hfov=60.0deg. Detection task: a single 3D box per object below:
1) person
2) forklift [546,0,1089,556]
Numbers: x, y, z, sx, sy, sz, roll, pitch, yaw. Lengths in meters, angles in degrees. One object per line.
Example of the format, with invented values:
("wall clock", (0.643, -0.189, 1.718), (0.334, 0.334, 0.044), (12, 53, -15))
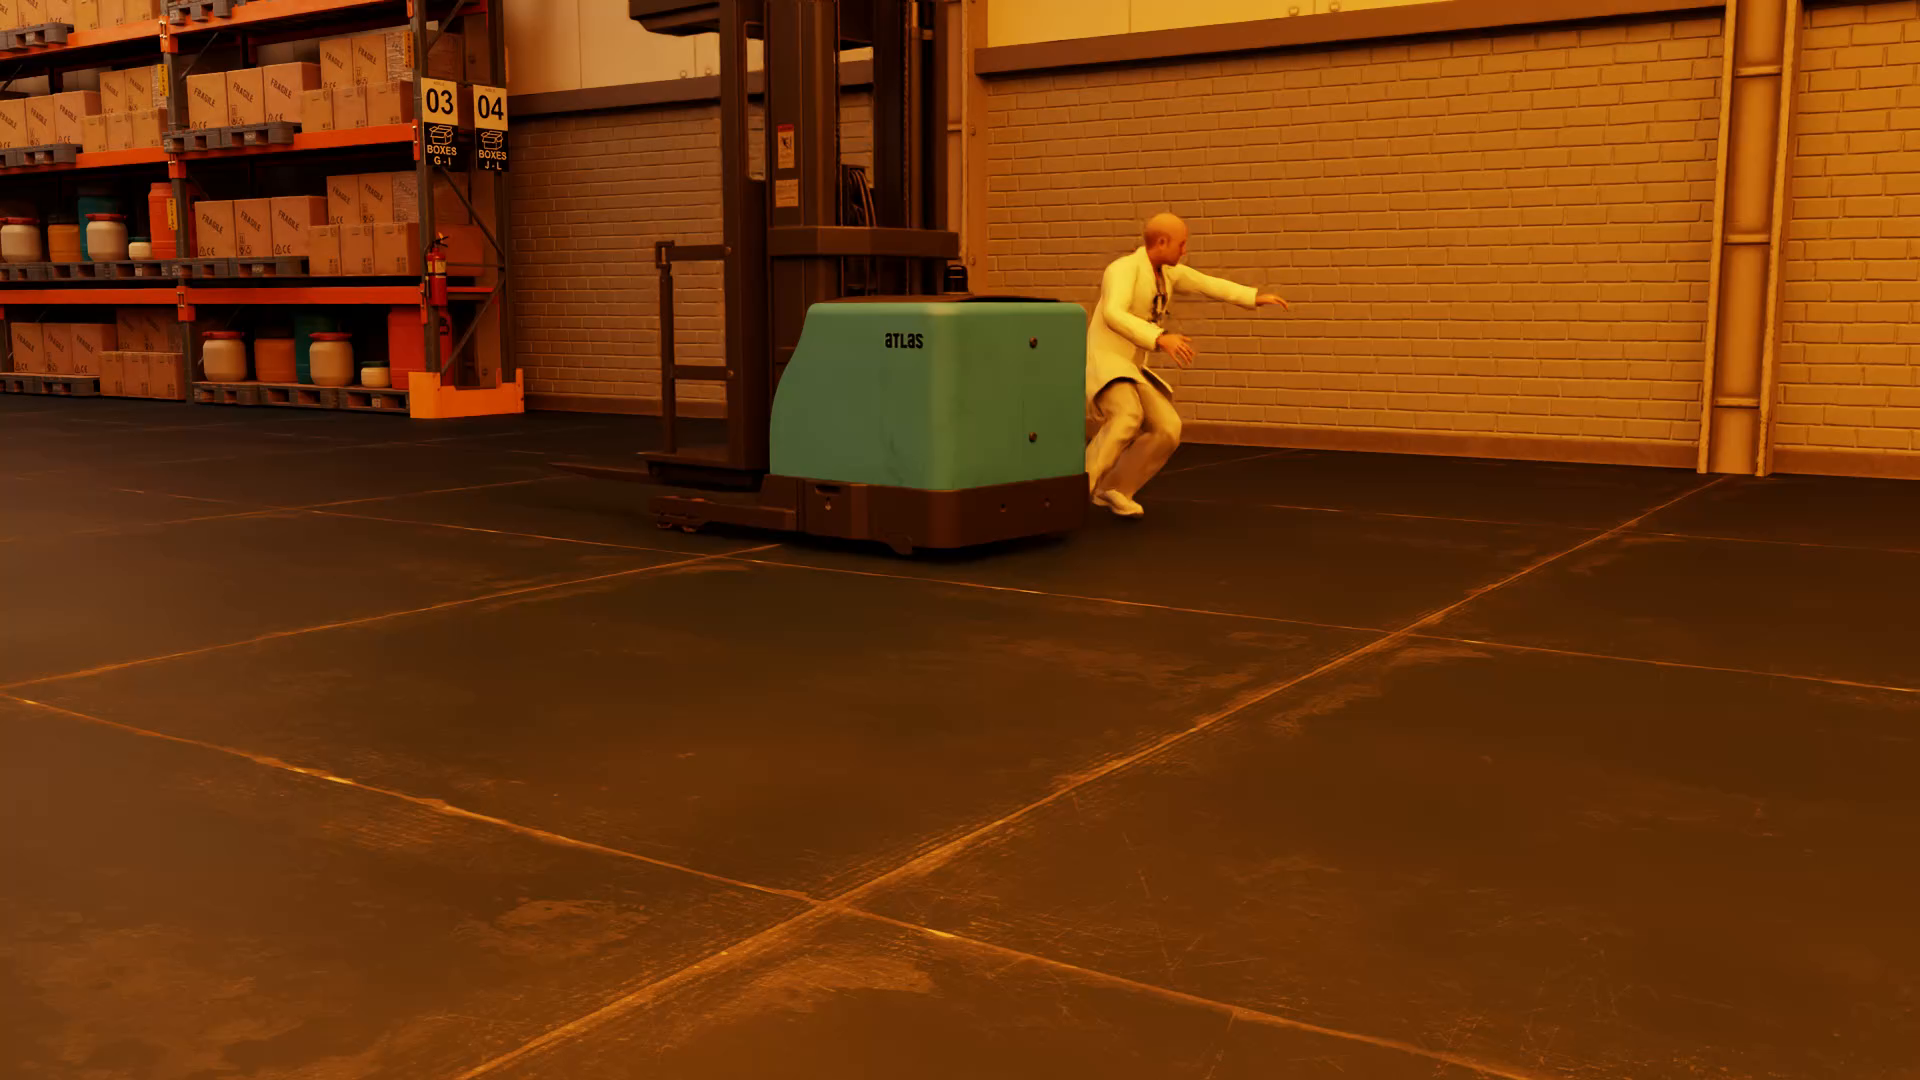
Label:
("person", (0.946, -0.853, 8.167), (0.860, 1.494, 1.489), (5, 10, 32))
("forklift", (-0.857, -1.533, 7.977), (3.031, 2.935, 1.130), (7, 11, 41))
